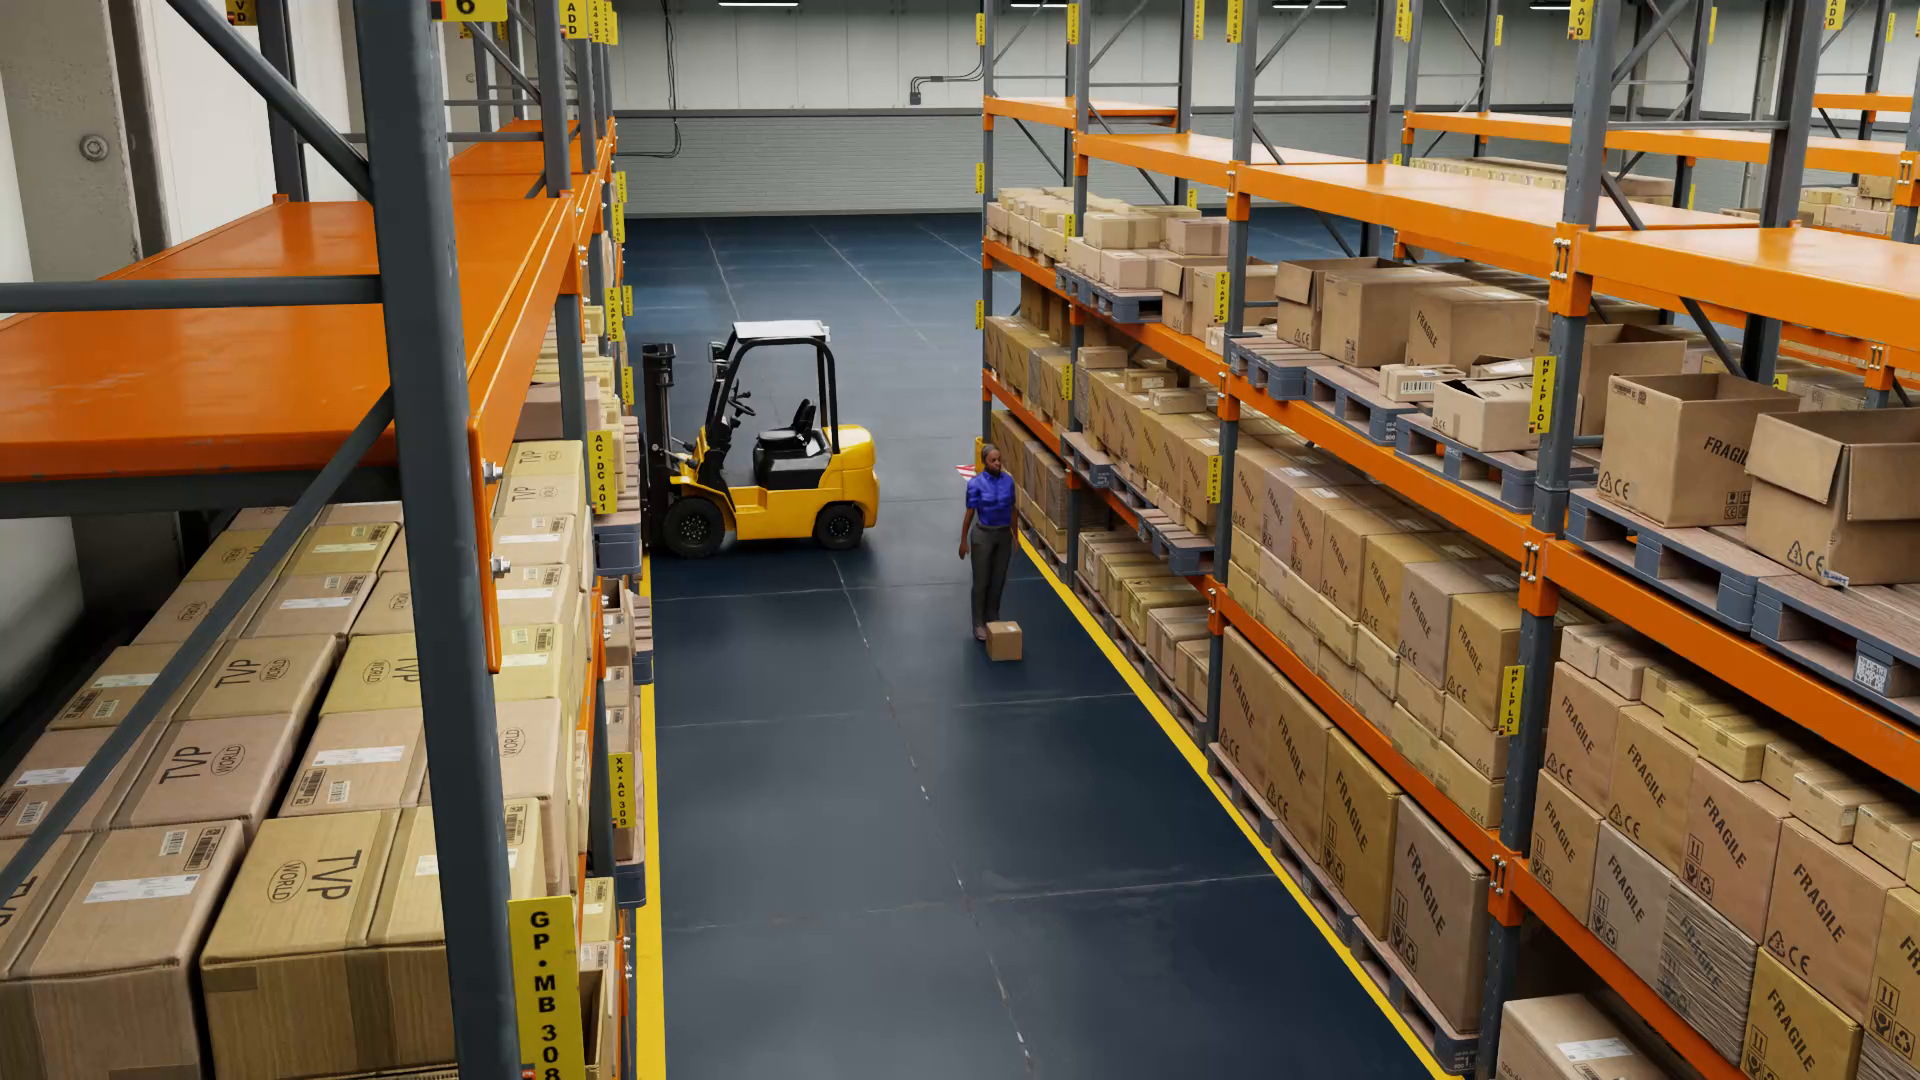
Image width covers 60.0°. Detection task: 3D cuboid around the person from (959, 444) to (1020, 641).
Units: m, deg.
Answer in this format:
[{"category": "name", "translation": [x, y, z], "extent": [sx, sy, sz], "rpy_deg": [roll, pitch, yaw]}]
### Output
[{"category": "person", "translation": [0.259, 0.003, 13.985], "extent": [0.505, 1.659, 0.371], "rpy_deg": [-9, 19, -28]}]
